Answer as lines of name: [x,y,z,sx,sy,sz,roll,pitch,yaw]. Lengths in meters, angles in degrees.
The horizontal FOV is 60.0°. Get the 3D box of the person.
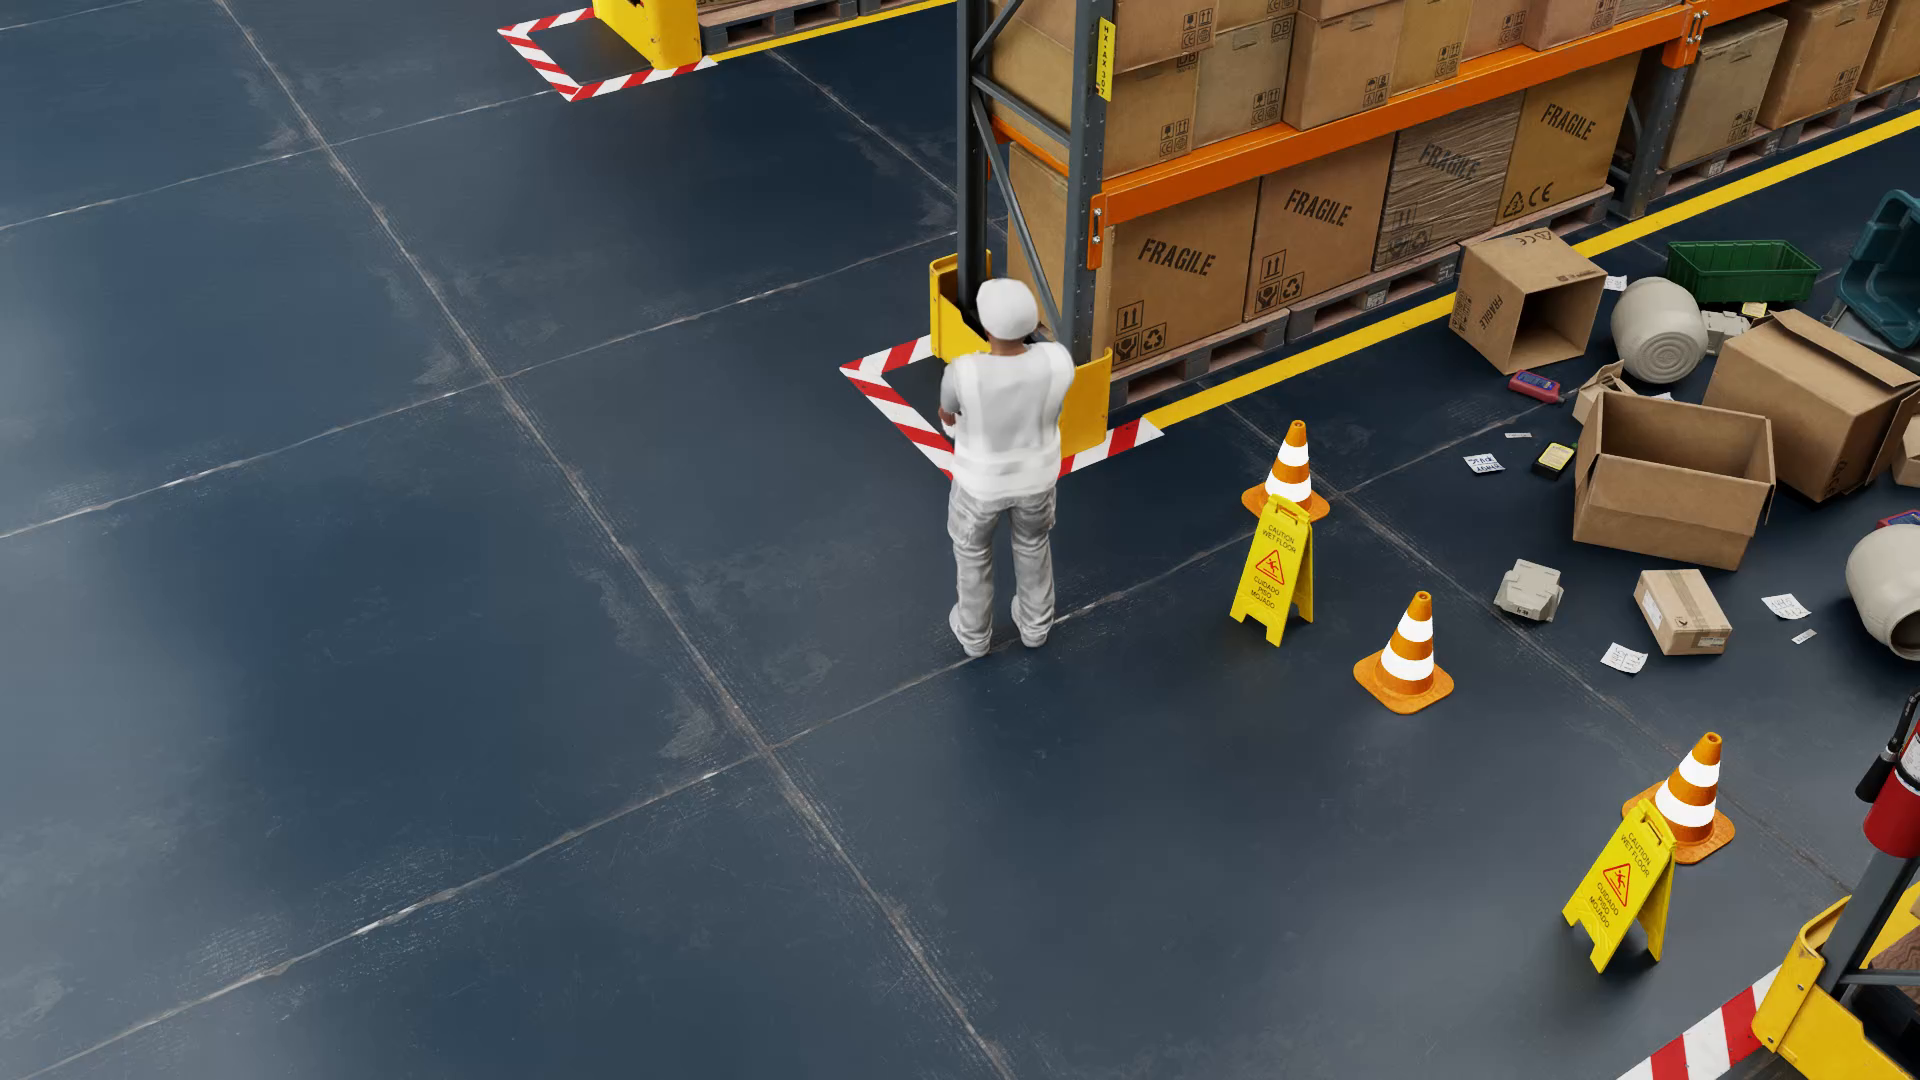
person: [0.141,-0.325,6.525,0.494,1.782,0.579,-9,41,-11]
